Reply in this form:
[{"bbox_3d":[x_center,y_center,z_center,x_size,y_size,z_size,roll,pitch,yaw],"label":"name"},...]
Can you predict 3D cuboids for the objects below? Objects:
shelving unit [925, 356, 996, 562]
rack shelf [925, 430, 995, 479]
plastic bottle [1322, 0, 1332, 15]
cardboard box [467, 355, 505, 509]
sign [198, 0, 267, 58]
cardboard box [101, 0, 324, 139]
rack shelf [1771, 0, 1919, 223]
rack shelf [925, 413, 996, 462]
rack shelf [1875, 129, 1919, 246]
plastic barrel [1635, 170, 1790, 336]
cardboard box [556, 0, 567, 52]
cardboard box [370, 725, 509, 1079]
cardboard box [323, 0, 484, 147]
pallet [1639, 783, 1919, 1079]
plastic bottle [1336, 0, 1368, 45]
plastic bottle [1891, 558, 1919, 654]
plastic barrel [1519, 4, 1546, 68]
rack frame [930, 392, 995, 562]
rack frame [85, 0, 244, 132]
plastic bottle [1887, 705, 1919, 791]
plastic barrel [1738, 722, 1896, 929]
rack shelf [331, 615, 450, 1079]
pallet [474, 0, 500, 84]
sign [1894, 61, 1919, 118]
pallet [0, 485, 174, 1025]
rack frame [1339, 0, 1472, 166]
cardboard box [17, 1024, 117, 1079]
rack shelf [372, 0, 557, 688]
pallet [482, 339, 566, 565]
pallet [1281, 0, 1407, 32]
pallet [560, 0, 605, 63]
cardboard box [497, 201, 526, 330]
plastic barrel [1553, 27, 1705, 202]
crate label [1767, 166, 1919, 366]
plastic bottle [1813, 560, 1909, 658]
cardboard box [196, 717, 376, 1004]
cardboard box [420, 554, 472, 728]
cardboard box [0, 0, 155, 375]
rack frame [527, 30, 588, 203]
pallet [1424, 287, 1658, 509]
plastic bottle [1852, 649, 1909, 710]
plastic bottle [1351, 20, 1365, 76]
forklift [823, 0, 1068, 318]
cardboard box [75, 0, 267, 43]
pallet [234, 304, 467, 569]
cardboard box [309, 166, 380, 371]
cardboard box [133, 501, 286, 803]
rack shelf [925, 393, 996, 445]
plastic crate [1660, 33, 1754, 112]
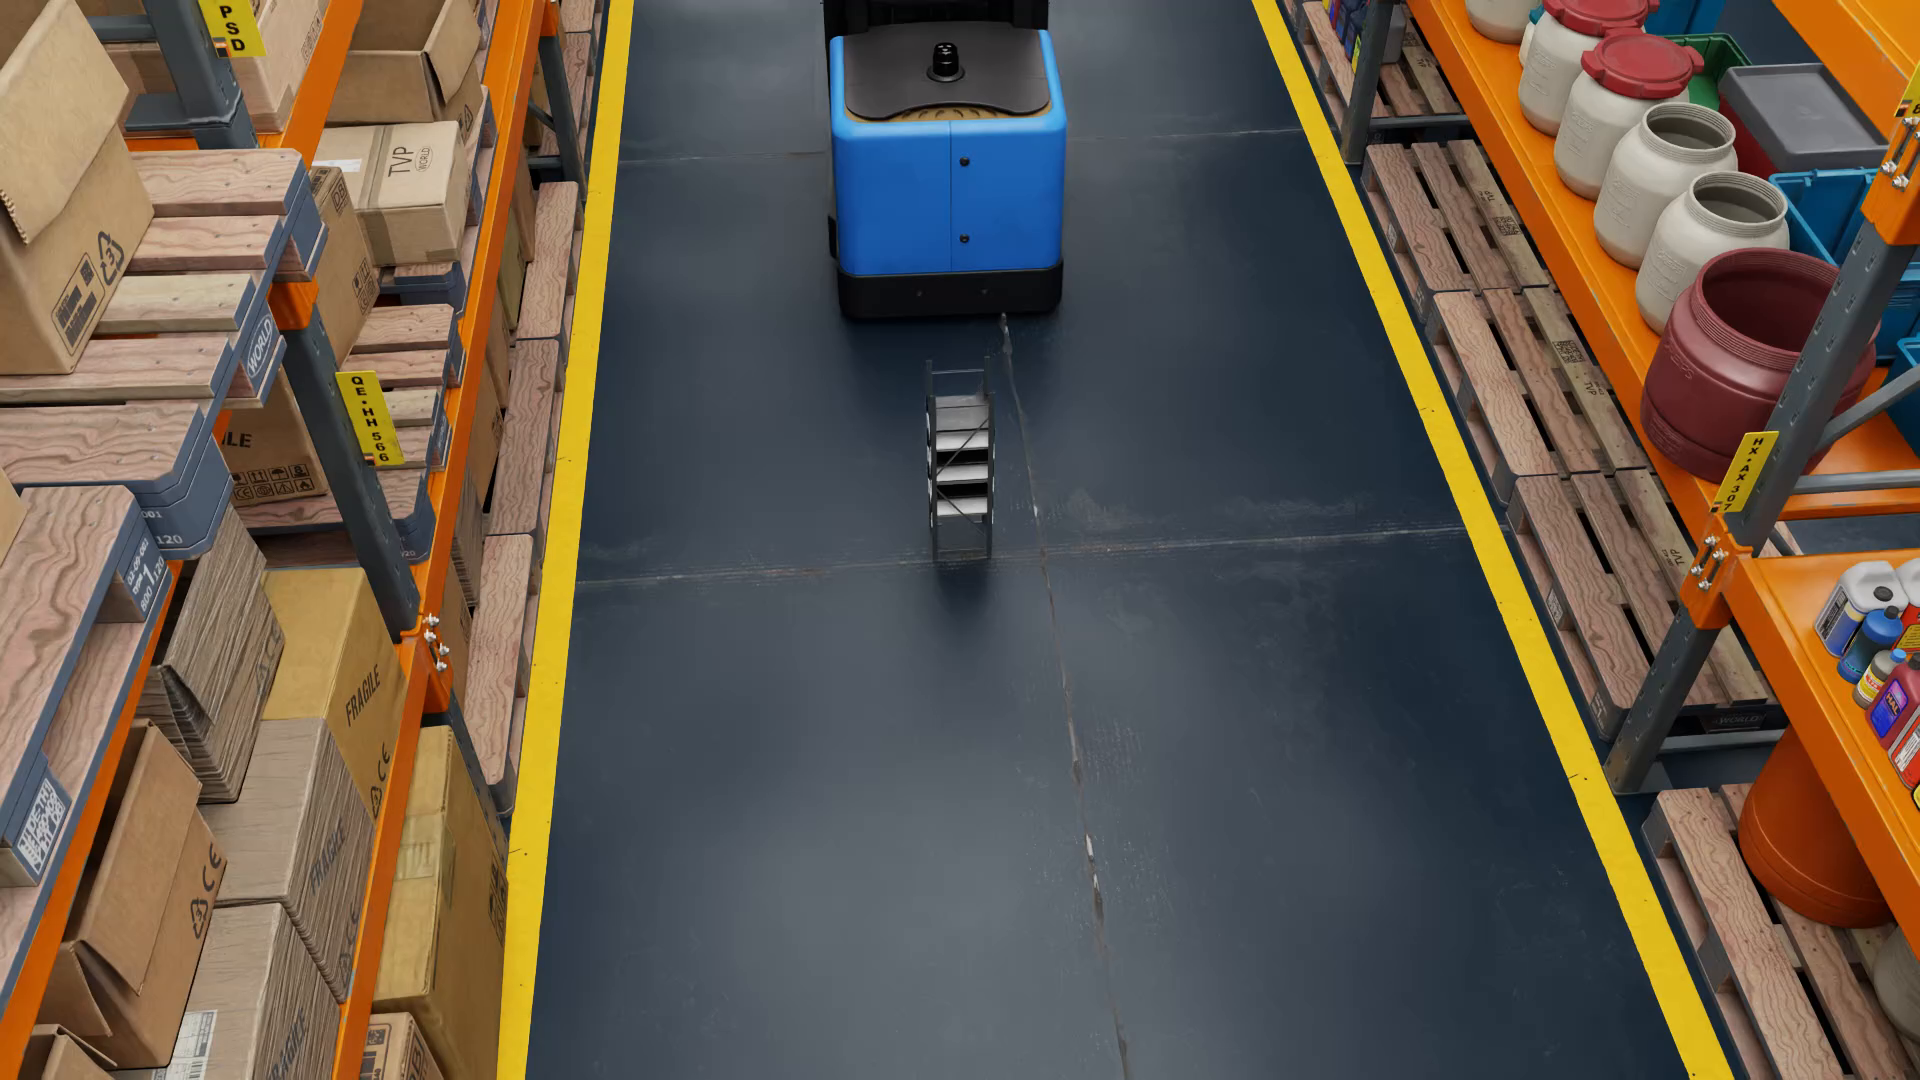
[{"bbox_3d":[0.001,-0.304,6.554,0.258,0.900,0.210,-3,47,-3],"label":"shelving unit"},{"bbox_3d":[0.001,-0.343,6.513,0.258,0.077,0.200,-3,47,-3],"label":"rack shelf"},{"bbox_3d":[2.135,-3.135,9.311,0.144,0.351,0.185,-4,47,-4],"label":"plastic bottle"},{"bbox_3d":[-2.271,-0.464,6.679,0.700,0.500,0.500,0,47,0],"label":"cardboard box"},{"bbox_3d":[-1.528,-1.143,3.426,0.100,0.325,0.005,-3,47,-3],"label":"sign"},{"bbox_3d":[-1.868,-1.214,4.007,0.500,0.250,0.500,-3,47,-3],"label":"cardboard box"},{"bbox_3d":[2.686,-2.410,5.533,1.077,0.370,4.000,-3,47,-3],"label":"rack shelf"},{"bbox_3d":[0.001,-0.404,6.448,0.258,0.077,0.200,-3,47,-3],"label":"rack shelf"},{"bbox_3d":[3.021,0.484,2.792,1.077,0.370,4.000,-3,47,-3],"label":"rack shelf"},{"bbox_3d":[2.555,-0.949,5.642,0.421,0.512,0.421,0,47,0],"label":"plastic barrel"},{"bbox_3d":[-2.466,-2.763,8.870,0.500,0.500,0.500,10,47,9],"label":"cardboard box"},{"bbox_3d":[-2.045,1.208,4.850,1.225,0.875,0.875,-5,47,-5],"label":"cardboard box"},{"bbox_3d":[-2.180,-1.704,6.074,0.797,0.503,0.637,1,47,1],"label":"cardboard box"},{"bbox_3d":[2.961,1.347,5.465,1.003,0.211,1.213,-3,47,-3],"label":"pallet"},{"bbox_3d":[2.162,-2.901,9.090,0.144,0.351,0.185,-6,47,-5],"label":"plastic bottle"},{"bbox_3d":[2.719,0.187,4.729,0.152,0.276,0.135,-3,47,-3],"label":"plastic bottle"},{"bbox_3d":[2.477,-2.059,6.866,0.301,0.262,0.301,0,47,0],"label":"plastic barrel"},{"bbox_3d":[0.009,-0.230,6.485,0.240,0.900,0.006,-3,47,-3],"label":"rack frame"},{"bbox_3d":[-2.082,-1.941,2.527,1.000,3.000,0.127,-3,47,-3],"label":"rack frame"},{"bbox_3d":[2.606,0.531,4.403,0.152,0.276,0.135,-3,47,-3],"label":"plastic bottle"},{"bbox_3d":[2.912,0.775,5.292,0.600,0.830,0.708,-3,47,-3],"label":"plastic barrel"},{"bbox_3d":[-1.915,1.816,3.596,1.077,0.370,4.000,-3,47,-3],"label":"rack shelf"},{"bbox_3d":[-2.498,-2.145,6.984,1.003,0.211,1.213,-3,47,-3],"label":"pallet"},{"bbox_3d":[2.306,-1.136,3.903,0.100,0.325,0.005,-3,47,-3],"label":"sign"},{"bbox_3d":[-1.879,0.427,2.481,1.003,0.211,1.213,-2,47,-1],"label":"pallet"},{"bbox_3d":[2.519,-3.073,7.731,1.000,3.000,0.127,-3,47,-3],"label":"rack frame"},{"bbox_3d":[-1.922,1.229,2.897,0.797,0.503,0.637,-2,47,-2],"label":"cardboard box"},{"bbox_3d":[-2.249,-1.078,6.337,1.077,0.370,4.000,-3,47,-3],"label":"rack shelf"},{"bbox_3d":[-2.245,-0.366,7.087,1.003,0.211,1.213,-3,47,-3],"label":"pallet"},{"bbox_3d":[2.399,-3.488,10.044,1.003,0.211,1.213,-3,47,-3],"label":"pallet"},{"bbox_3d":[-2.614,-3.182,9.755,1.003,0.211,1.213,-3,47,-3],"label":"pallet"},{"bbox_3d":[-2.366,-1.272,7.444,0.700,0.500,0.500,-4,47,-4],"label":"cardboard box"},{"bbox_3d":[2.478,-1.571,6.215,0.433,0.535,0.433,0,47,0],"label":"plastic barrel"},{"bbox_3d":[3.040,-0.927,5.674,0.502,0.435,0.616,-3,47,-3],"label":"crate label"},{"bbox_3d":[2.568,0.196,4.720,0.152,0.276,0.135,-3,47,-3],"label":"plastic bottle"},{"bbox_3d":[-1.758,0.790,4.003,0.500,0.500,0.500,-4,47,-4],"label":"cardboard box"},{"bbox_3d":[-2.158,0.346,5.911,0.700,0.500,0.500,-6,47,-5],"label":"cardboard box"},{"bbox_3d":[-1.959,-0.653,3.012,0.797,0.503,0.637,-1,47,-1],"label":"cardboard box"},{"bbox_3d":[-2.417,-2.772,7.446,1.000,3.000,0.127,-3,47,-3],"label":"rack frame"},{"bbox_3d":[2.728,-0.664,7.370,1.003,0.211,1.213,-3,47,-3],"label":"pallet"},{"bbox_3d":[2.558,0.378,4.600,0.097,0.201,0.097,0,47,0],"label":"plastic bottle"},{"bbox_3d":[2.150,-2.619,8.868,0.061,0.283,0.133,-1,47,-1],"label":"plastic bottle"},{"bbox_3d":[-0.133,-3.110,7.813,1.130,2.935,3.031,-3,47,-2],"label":"forklift"},{"bbox_3d":[-1.865,-1.472,3.735,0.500,0.500,0.500,-3,47,-3],"label":"cardboard box"},{"bbox_3d":[-2.248,-0.321,5.257,1.213,0.211,1.003,-3,47,-3],"label":"pallet"},{"bbox_3d":[-2.313,-0.843,5.261,0.700,0.500,0.500,3,47,3],"label":"cardboard box"},{"bbox_3d":[-2.037,0.272,3.803,0.797,0.503,0.637,-2,47,-2],"label":"cardboard box"},{"bbox_3d":[0.001,-0.466,6.382,0.258,0.077,0.200,-3,47,-3],"label":"rack shelf"},{"bbox_3d":[2.946,-1.758,6.631,0.450,0.188,0.662,-3,47,-3],"label":"plastic crate"}]
